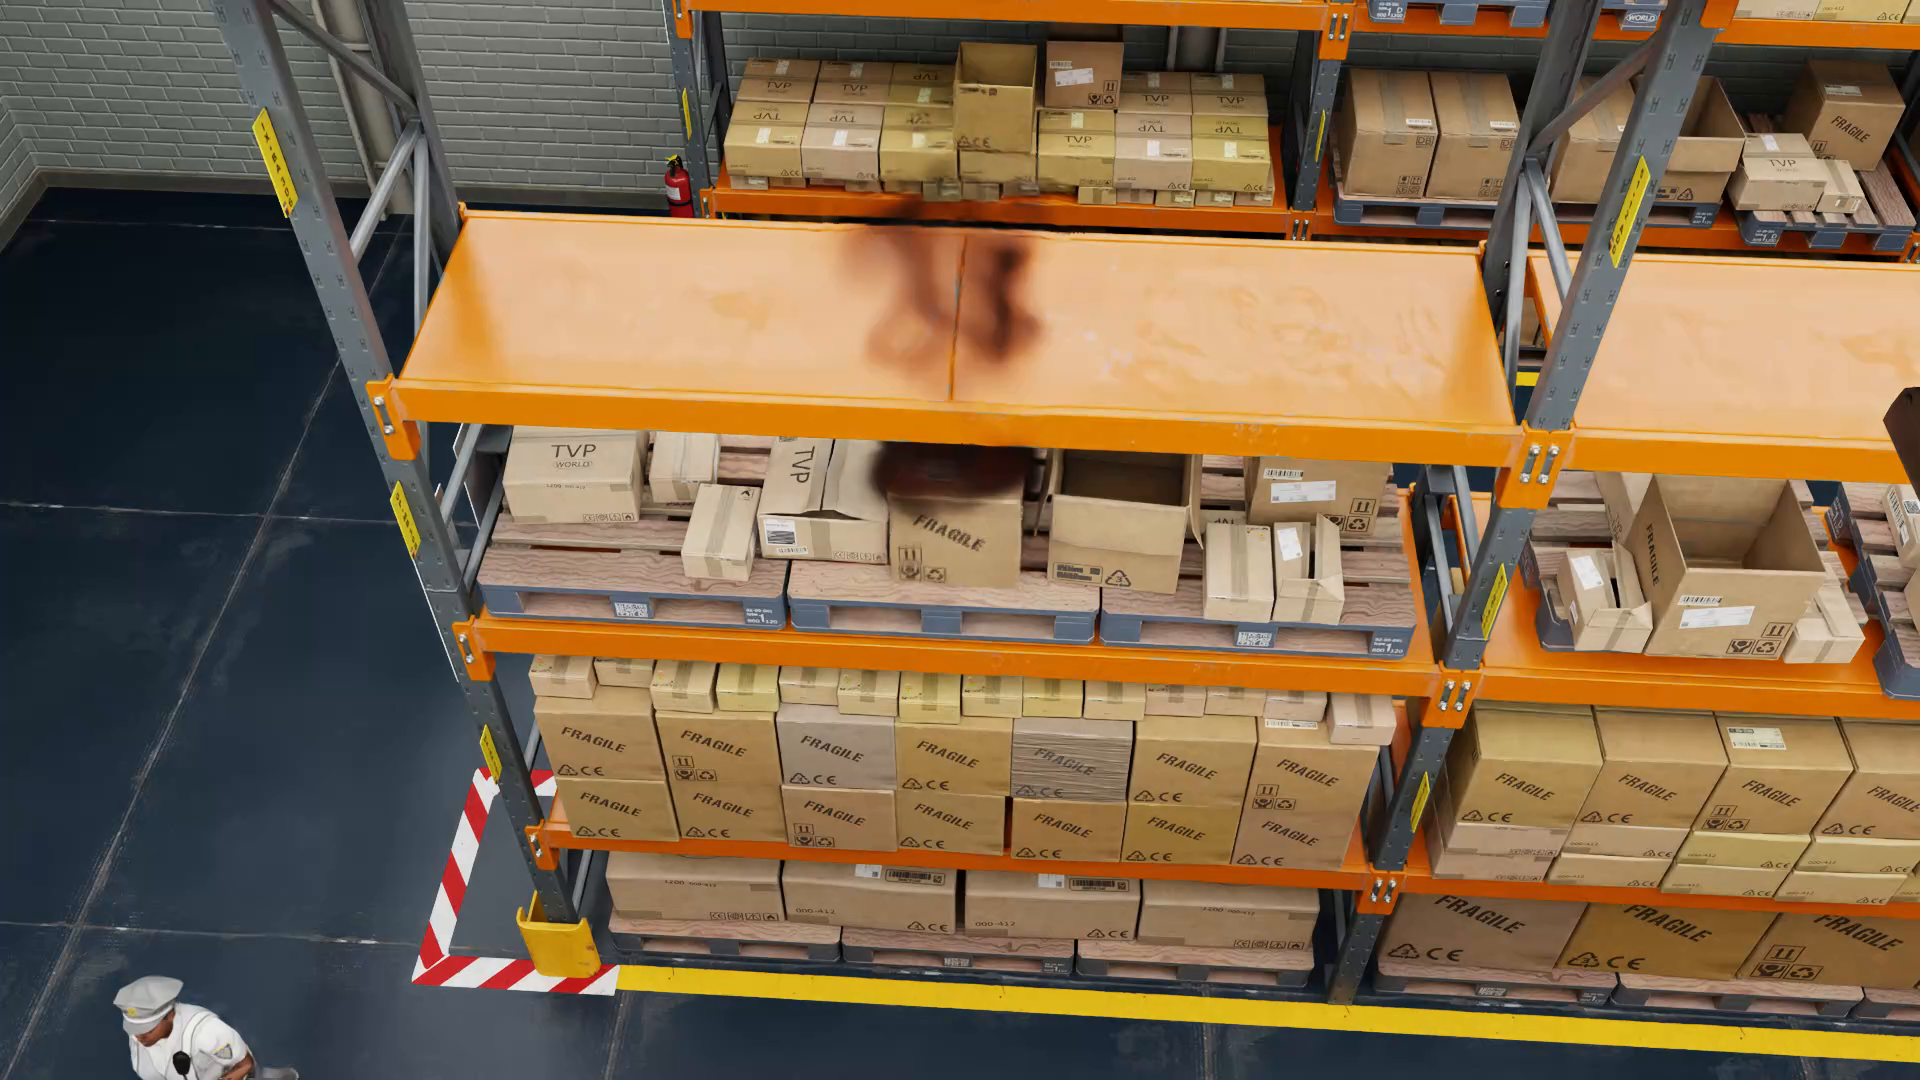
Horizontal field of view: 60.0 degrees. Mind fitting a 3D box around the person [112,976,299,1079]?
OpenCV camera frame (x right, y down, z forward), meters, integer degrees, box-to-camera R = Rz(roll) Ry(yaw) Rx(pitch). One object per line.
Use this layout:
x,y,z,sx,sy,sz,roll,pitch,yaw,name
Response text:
-3.328,2.403,7.437,0.546,1.748,0.709,2,48,2,person
